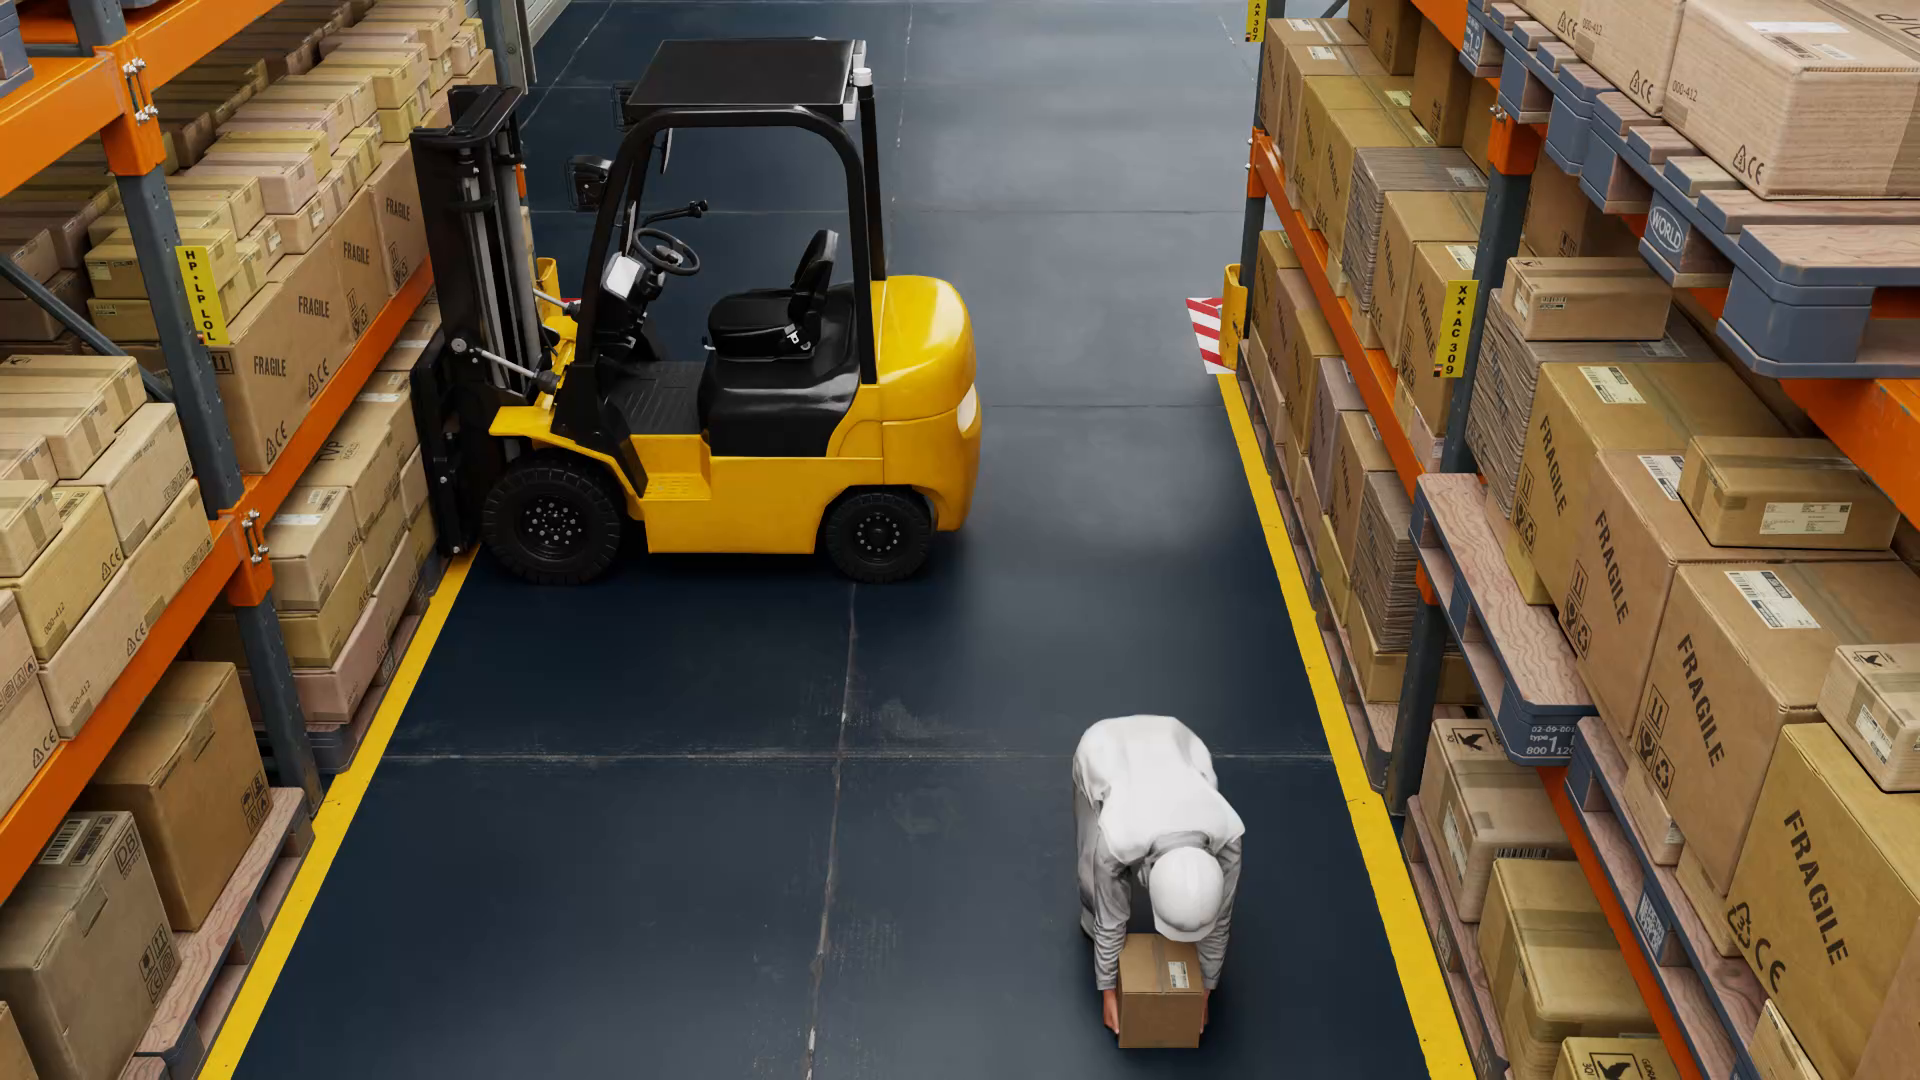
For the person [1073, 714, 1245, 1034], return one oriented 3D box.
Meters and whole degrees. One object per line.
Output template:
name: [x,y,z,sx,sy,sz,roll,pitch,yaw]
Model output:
person: [0.629,1.056,5.349,0.506,0.795,0.994,-1,31,-2]
